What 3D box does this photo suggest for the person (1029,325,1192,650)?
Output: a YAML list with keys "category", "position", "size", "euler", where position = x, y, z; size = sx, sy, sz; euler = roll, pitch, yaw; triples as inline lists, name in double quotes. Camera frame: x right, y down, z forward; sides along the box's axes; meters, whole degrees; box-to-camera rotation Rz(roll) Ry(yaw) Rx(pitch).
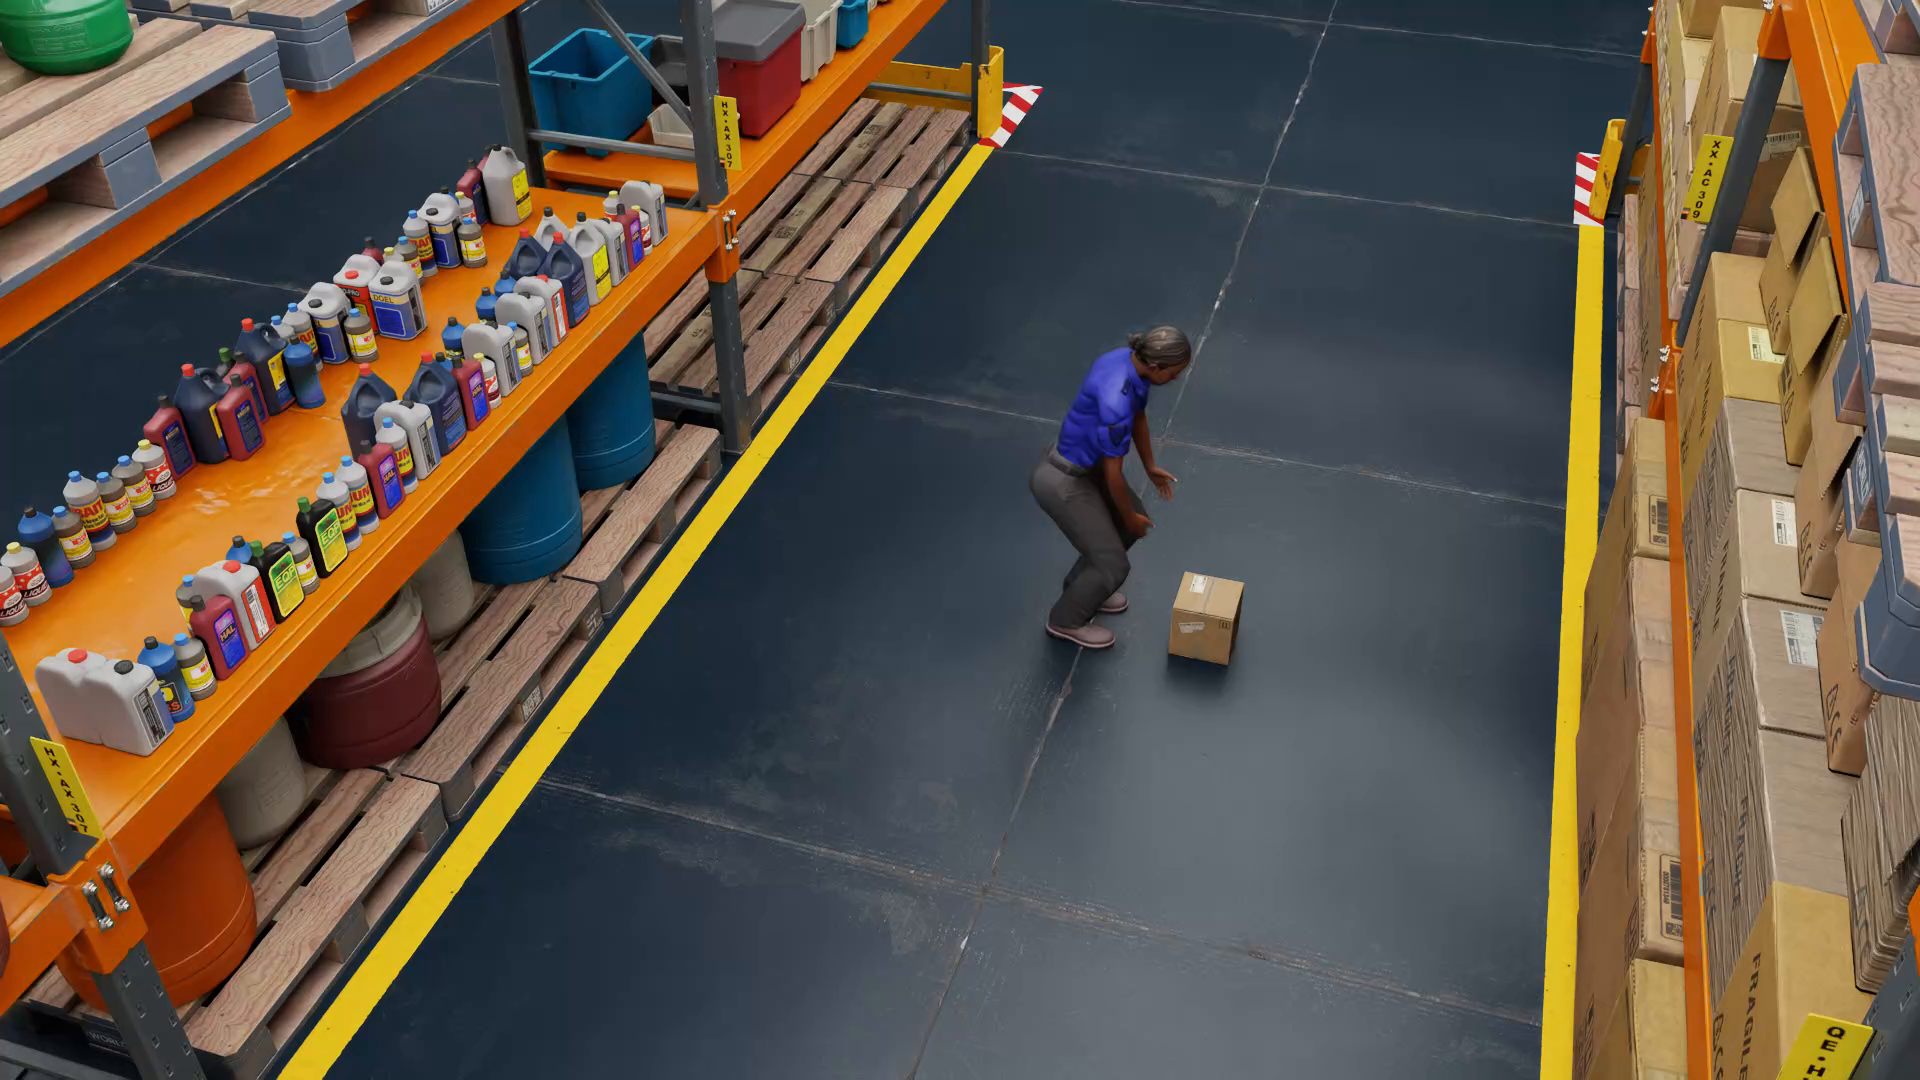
- category: "person"
  position: [0.587, -0.246, 6.667]
  size: [0.577, 1.441, 0.492]
  euler: [11, 39, 14]
